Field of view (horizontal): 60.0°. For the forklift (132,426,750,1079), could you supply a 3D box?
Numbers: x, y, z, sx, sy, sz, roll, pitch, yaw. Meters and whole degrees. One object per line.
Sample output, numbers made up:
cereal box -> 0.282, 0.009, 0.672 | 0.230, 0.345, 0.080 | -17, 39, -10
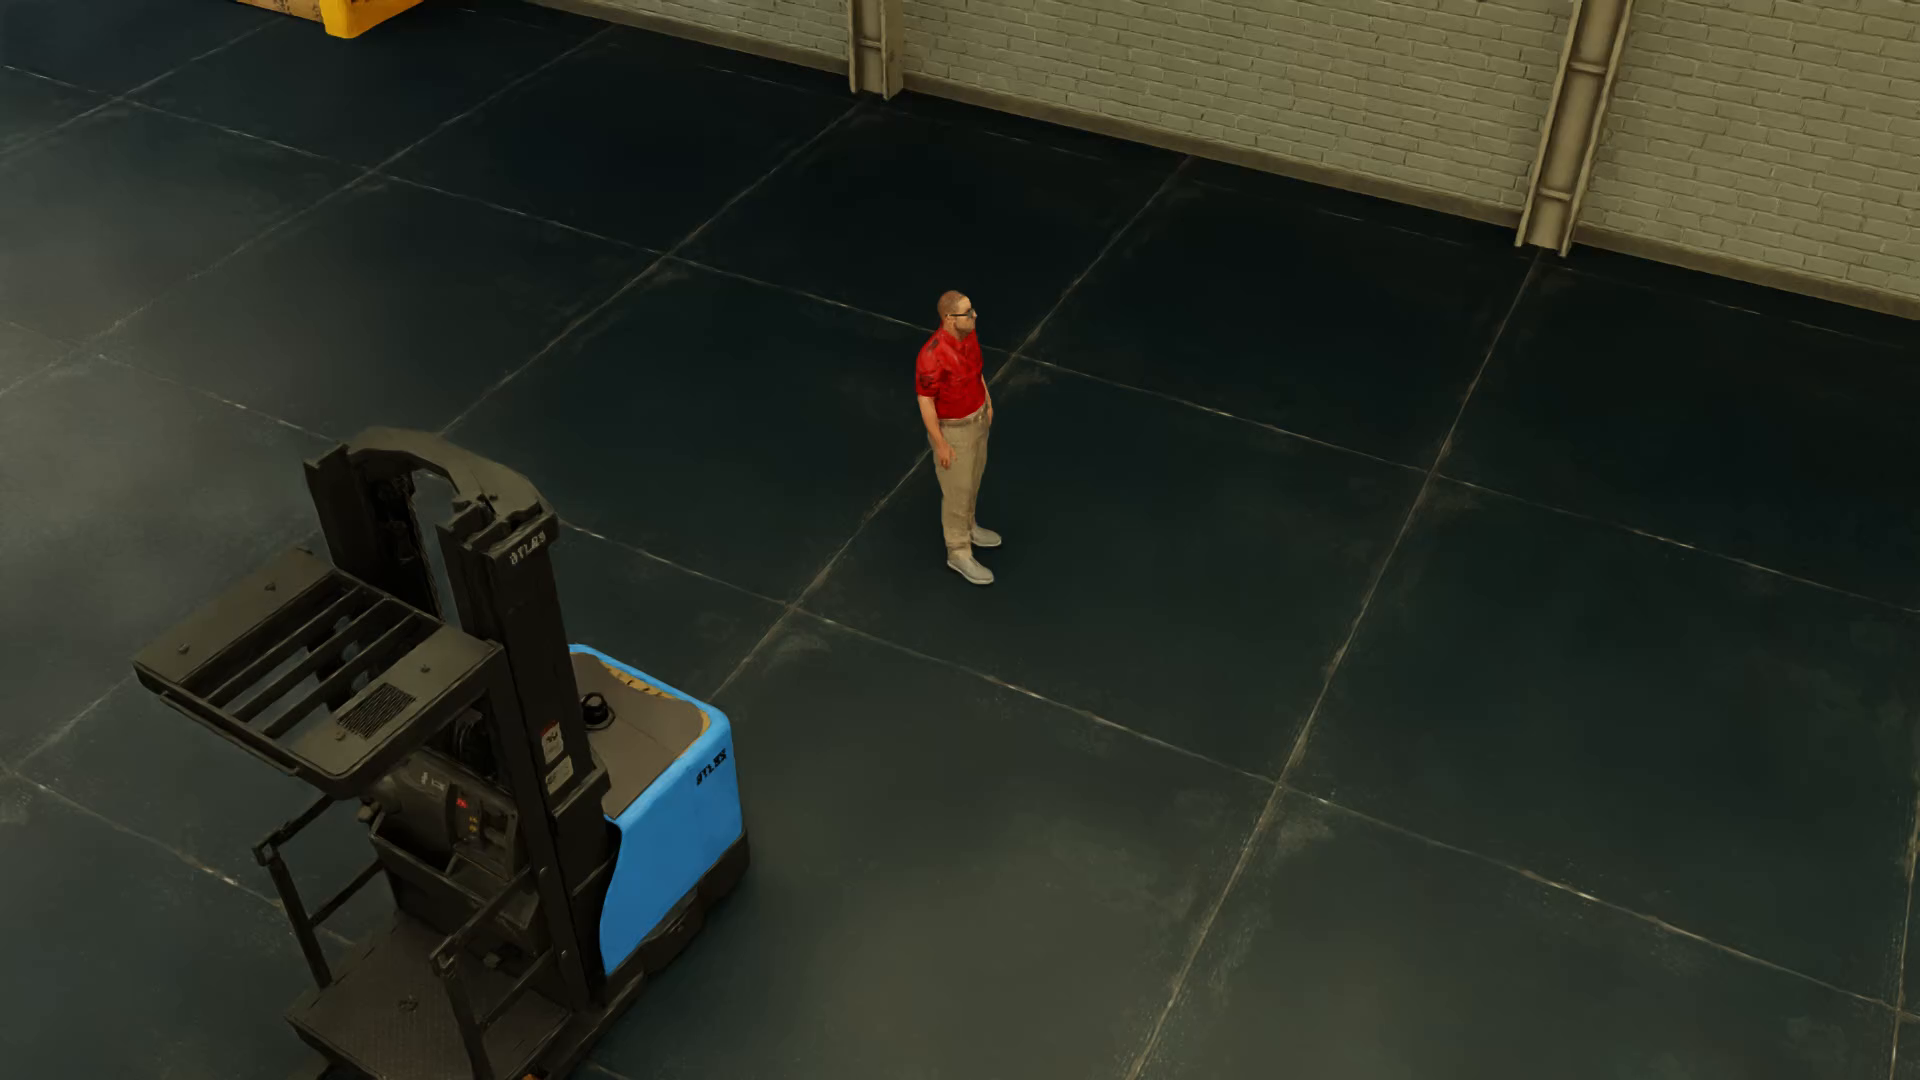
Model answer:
forklift -> -2.252, 1.144, 6.628 | 1.130, 2.935, 3.031 | 22, 45, 24

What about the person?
person -> 0.074, -0.633, 9.661 | 0.550, 1.726, 0.640 | 18, 43, 21
